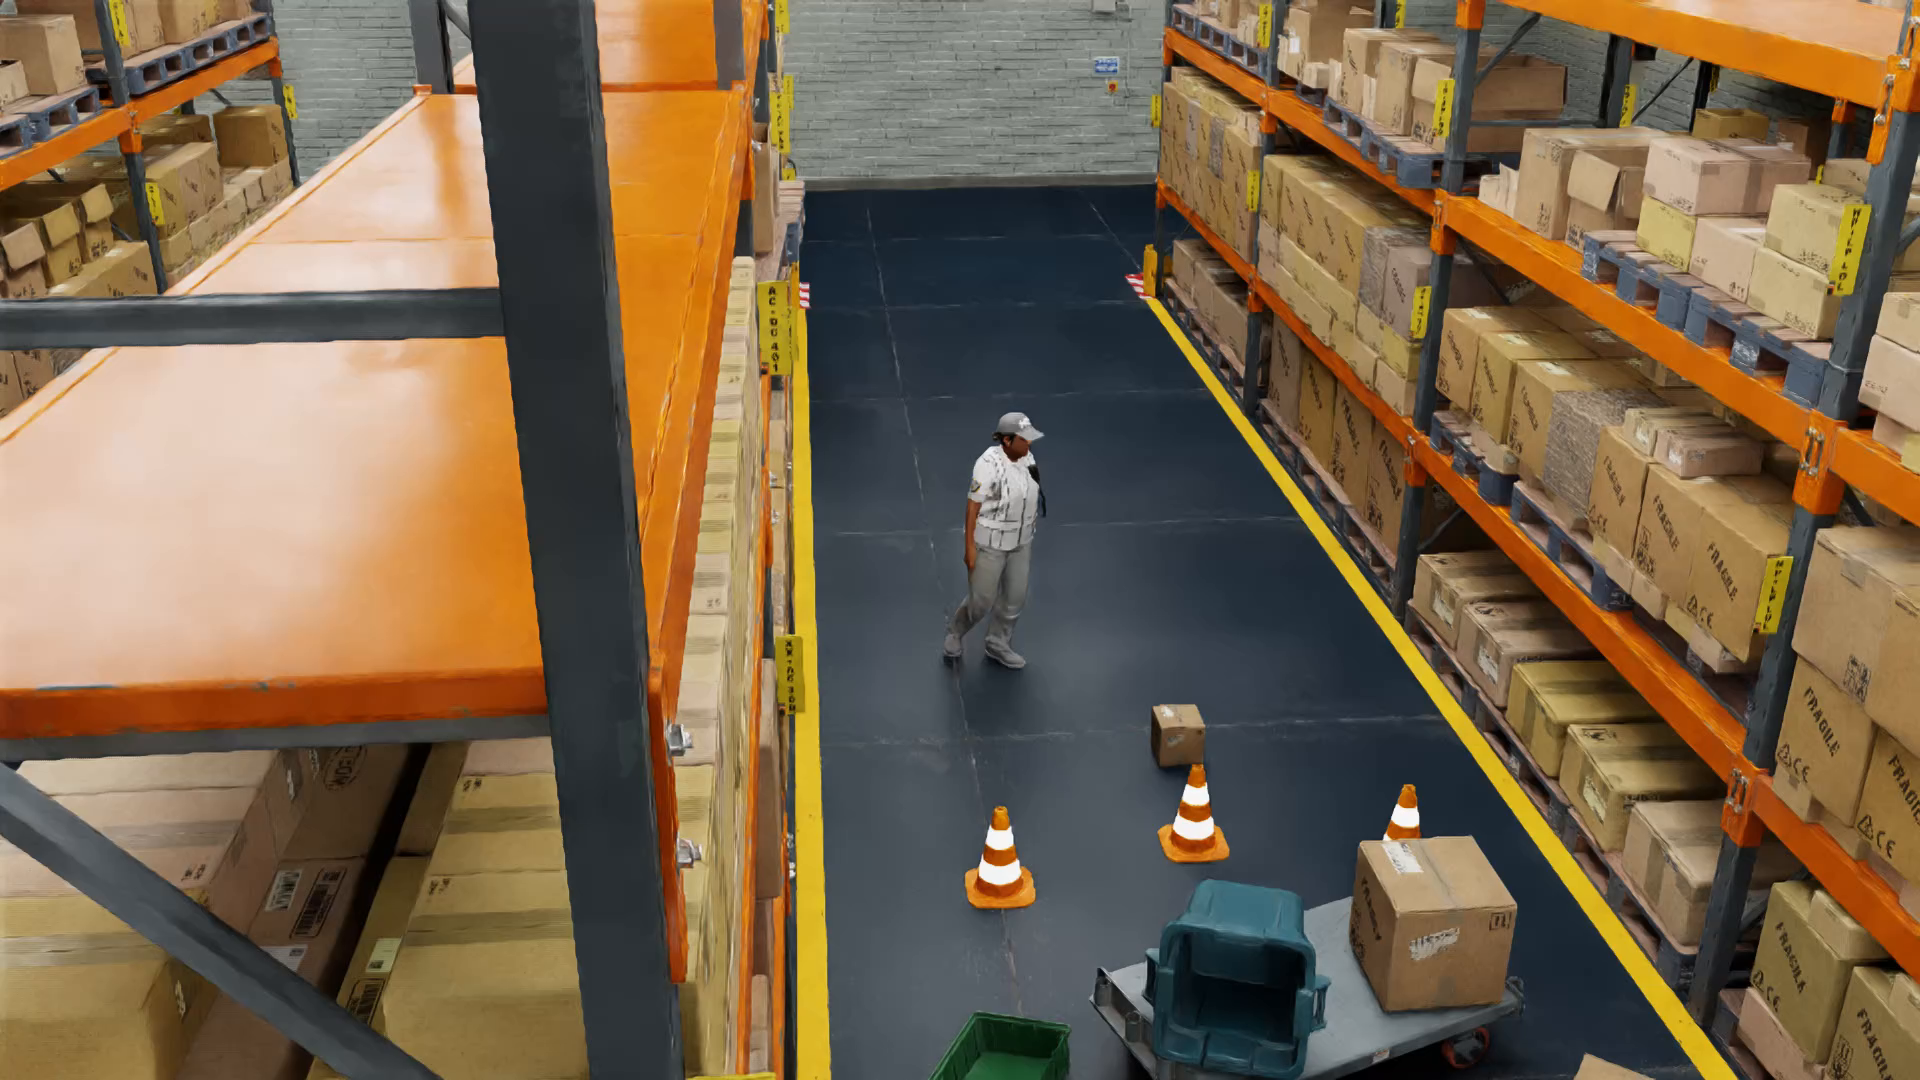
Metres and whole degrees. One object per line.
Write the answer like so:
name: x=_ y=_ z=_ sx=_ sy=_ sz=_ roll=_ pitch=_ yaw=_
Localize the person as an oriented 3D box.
person: x=0.199 y=-0.007 z=10.117 sx=0.553 sy=1.653 sz=0.575 roll=-19 pitch=30 yaw=-36
